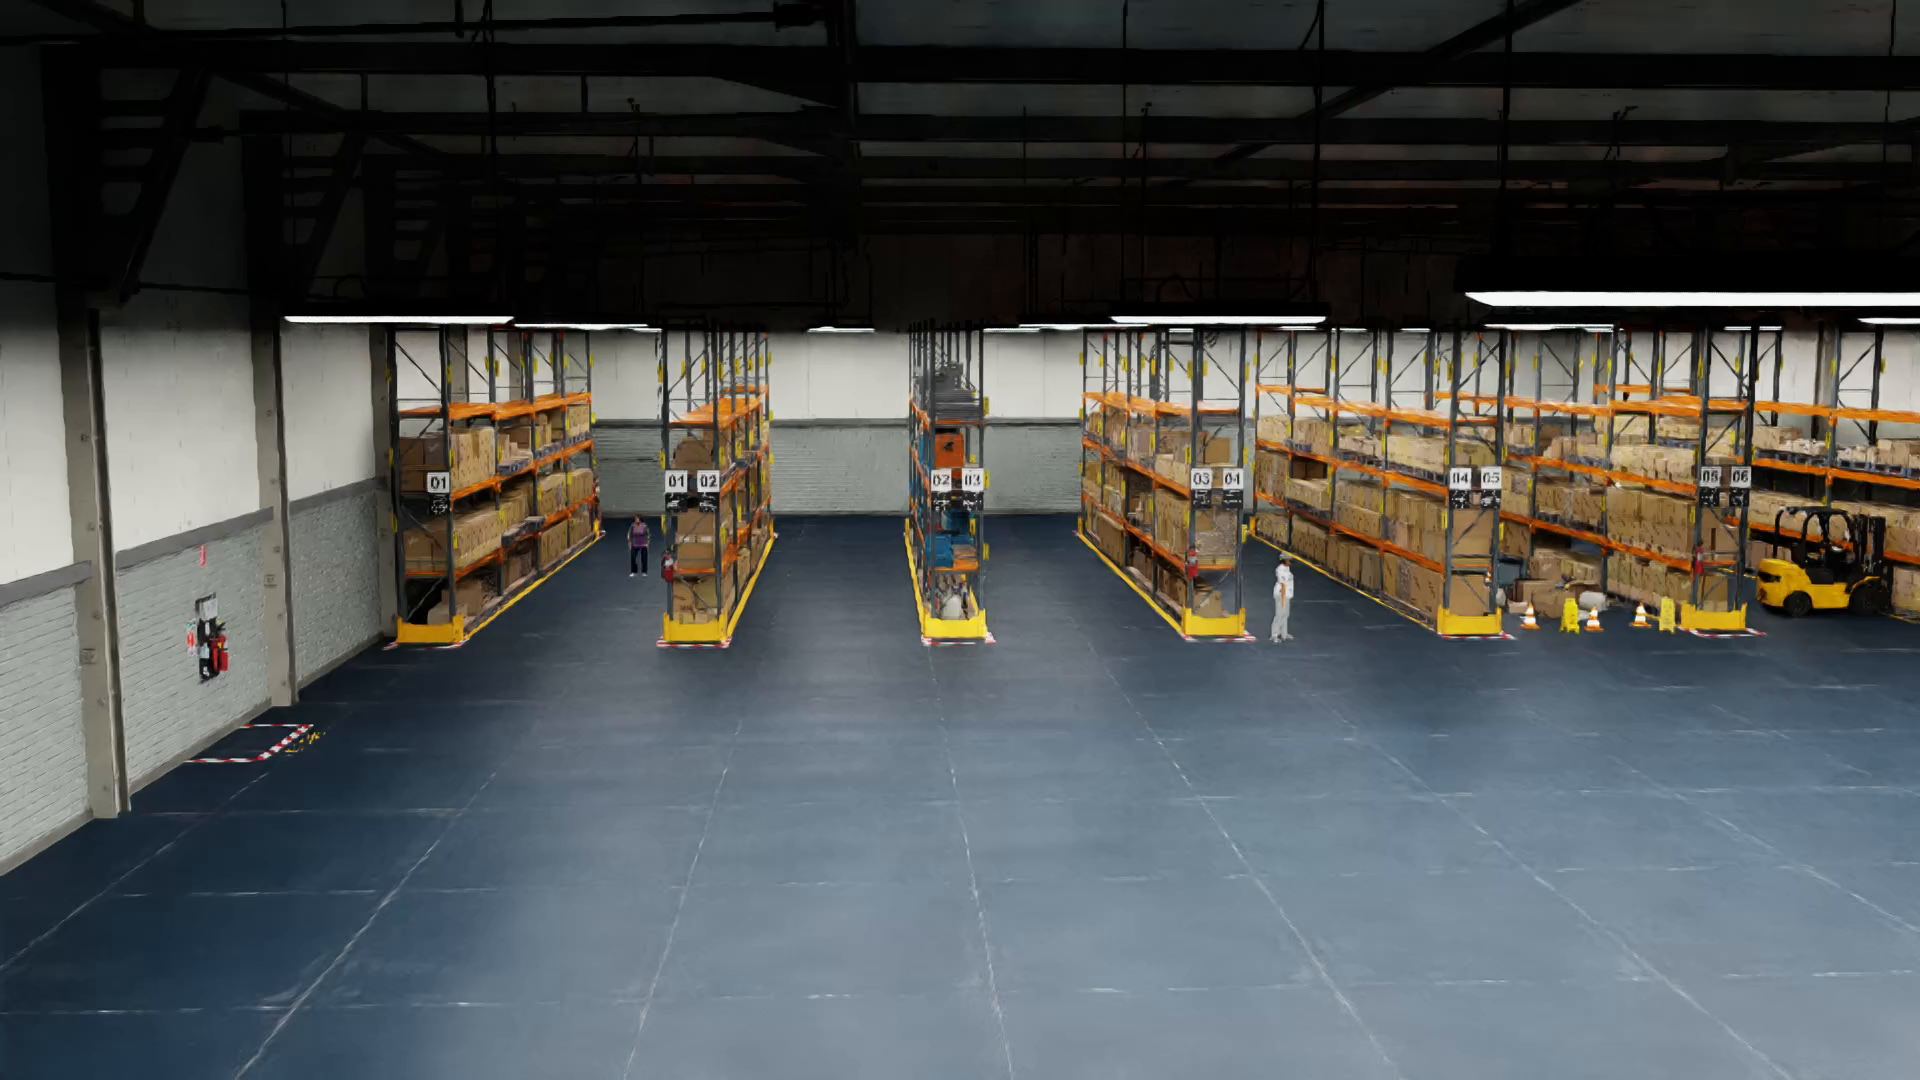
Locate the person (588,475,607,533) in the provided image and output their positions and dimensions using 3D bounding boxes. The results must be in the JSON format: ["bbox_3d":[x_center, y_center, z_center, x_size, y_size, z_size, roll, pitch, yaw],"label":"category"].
[{"bbox_3d":[-10.551,-1.019,47.984,0.519,1.658,0.478,5,8,33],"label":"person"}]

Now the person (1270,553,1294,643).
[{"bbox_3d":[6.034,1.068,31.089,0.453,1.660,0.645,1,7,7],"label":"person"}]

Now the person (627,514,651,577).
[{"bbox_3d":[-7.567,0.128,39.205,0.566,1.541,0.519,-1,7,-6],"label":"person"}]

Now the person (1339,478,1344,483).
[{"bbox_3d":[10.564,-0.814,45.809,0.515,1.770,0.628,-5,8,-33],"label":"person"}]

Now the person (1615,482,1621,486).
[{"bbox_3d":[17.504,-0.660,44.453,0.553,1.771,0.607,2,7,14],"label":"person"}]
